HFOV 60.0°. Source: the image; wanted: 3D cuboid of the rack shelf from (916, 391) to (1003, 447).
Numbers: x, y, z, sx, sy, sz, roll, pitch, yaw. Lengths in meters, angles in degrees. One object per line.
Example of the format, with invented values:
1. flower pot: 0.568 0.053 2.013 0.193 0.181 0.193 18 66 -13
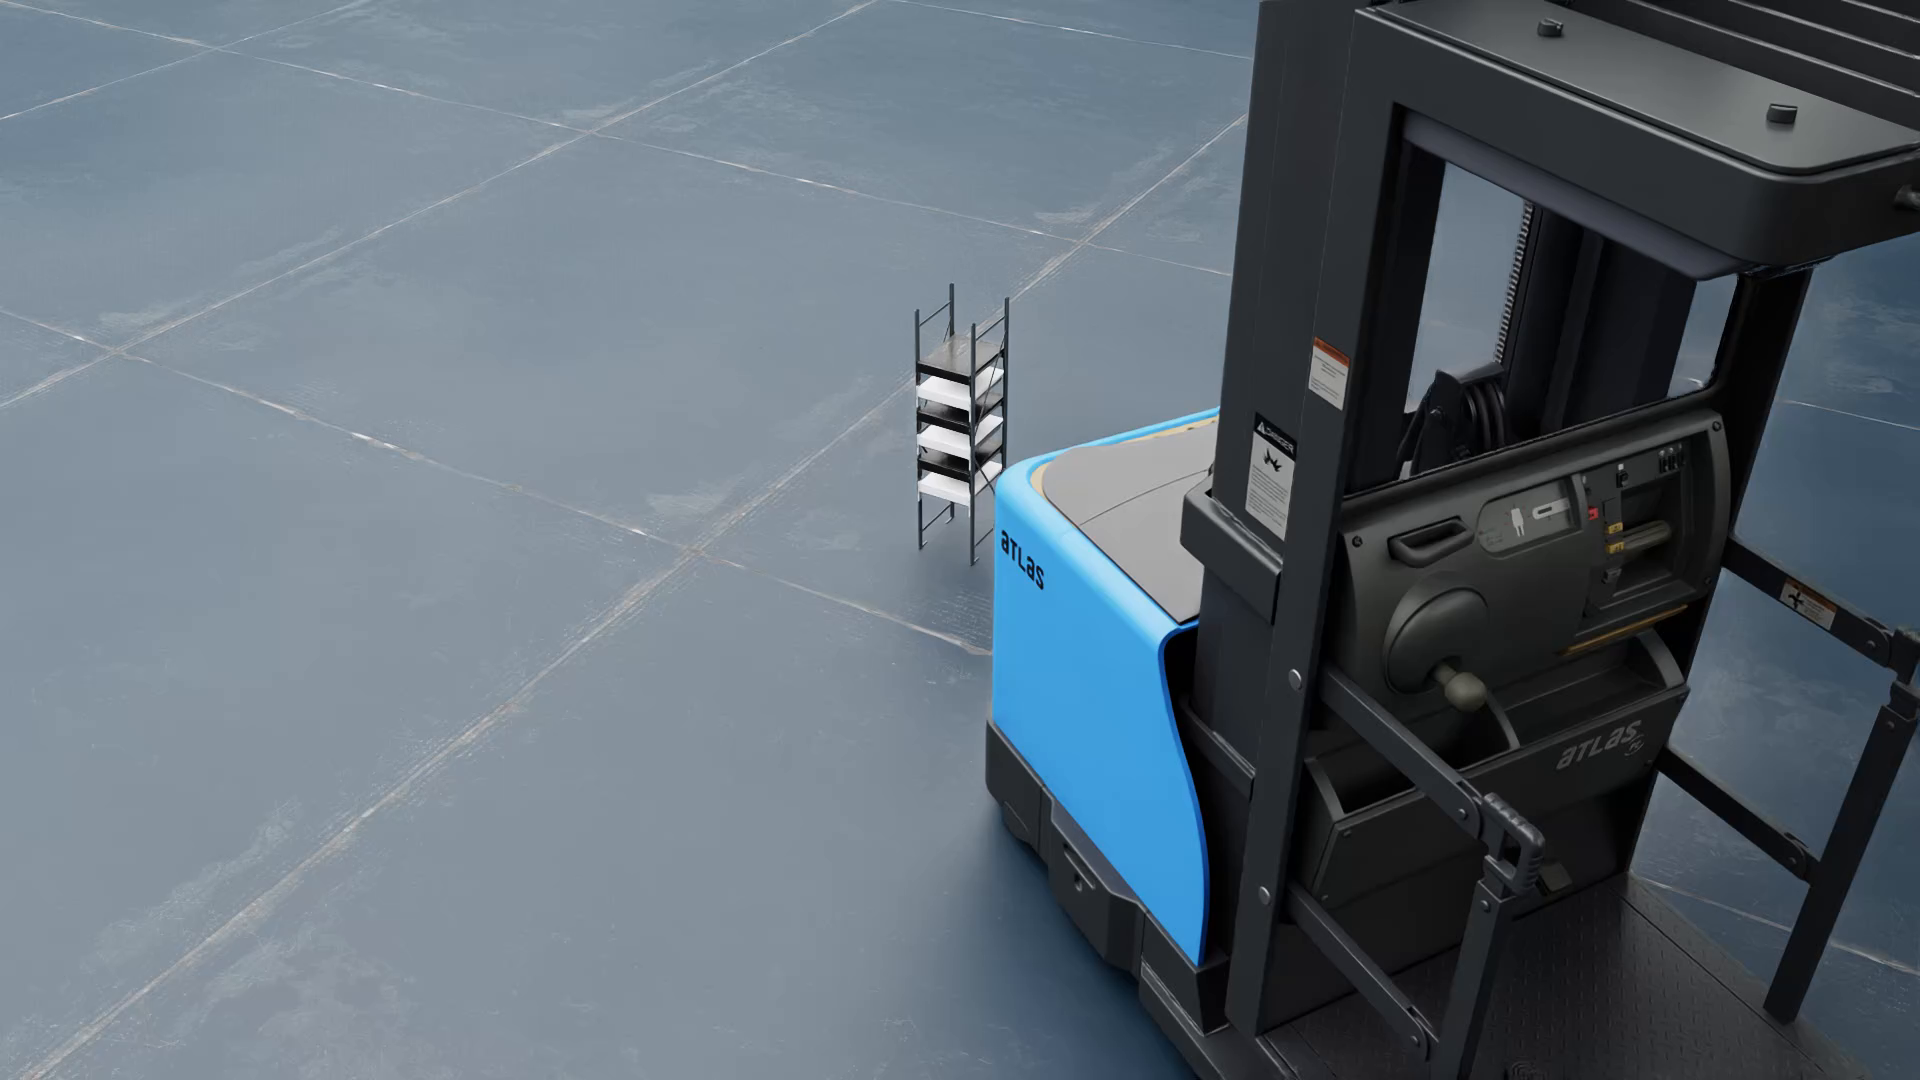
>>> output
1. rack shelf: 0.007 -0.419 5.466 0.200 0.077 0.258 18 37 24

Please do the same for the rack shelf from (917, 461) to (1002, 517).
1. rack shelf: 0.007 -0.195 5.615 0.200 0.077 0.258 18 37 24

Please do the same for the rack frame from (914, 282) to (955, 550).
1. rack frame: -0.081 -0.400 5.539 0.006 0.900 0.240 18 37 24

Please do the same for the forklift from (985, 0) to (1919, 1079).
1. forklift: 1.196 0.094 2.964 1.130 2.935 3.031 -16 37 -23

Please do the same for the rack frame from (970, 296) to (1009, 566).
1. rack frame: 0.095 -0.344 5.455 0.006 0.900 0.240 18 37 24

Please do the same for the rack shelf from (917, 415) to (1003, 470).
1. rack shelf: 0.007 -0.345 5.516 0.200 0.077 0.258 18 37 24

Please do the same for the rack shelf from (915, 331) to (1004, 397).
1. rack shelf: 0.007 -0.569 5.366 0.200 0.077 0.258 18 37 24

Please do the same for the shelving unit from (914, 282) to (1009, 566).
1. shelving unit: 0.007 -0.372 5.497 0.210 0.900 0.258 18 37 24

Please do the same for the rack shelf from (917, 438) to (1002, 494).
1. rack shelf: 0.007 -0.270 5.566 0.200 0.077 0.258 18 37 24

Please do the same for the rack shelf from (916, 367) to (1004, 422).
1. rack shelf: 0.007 -0.494 5.416 0.200 0.077 0.258 18 37 24
